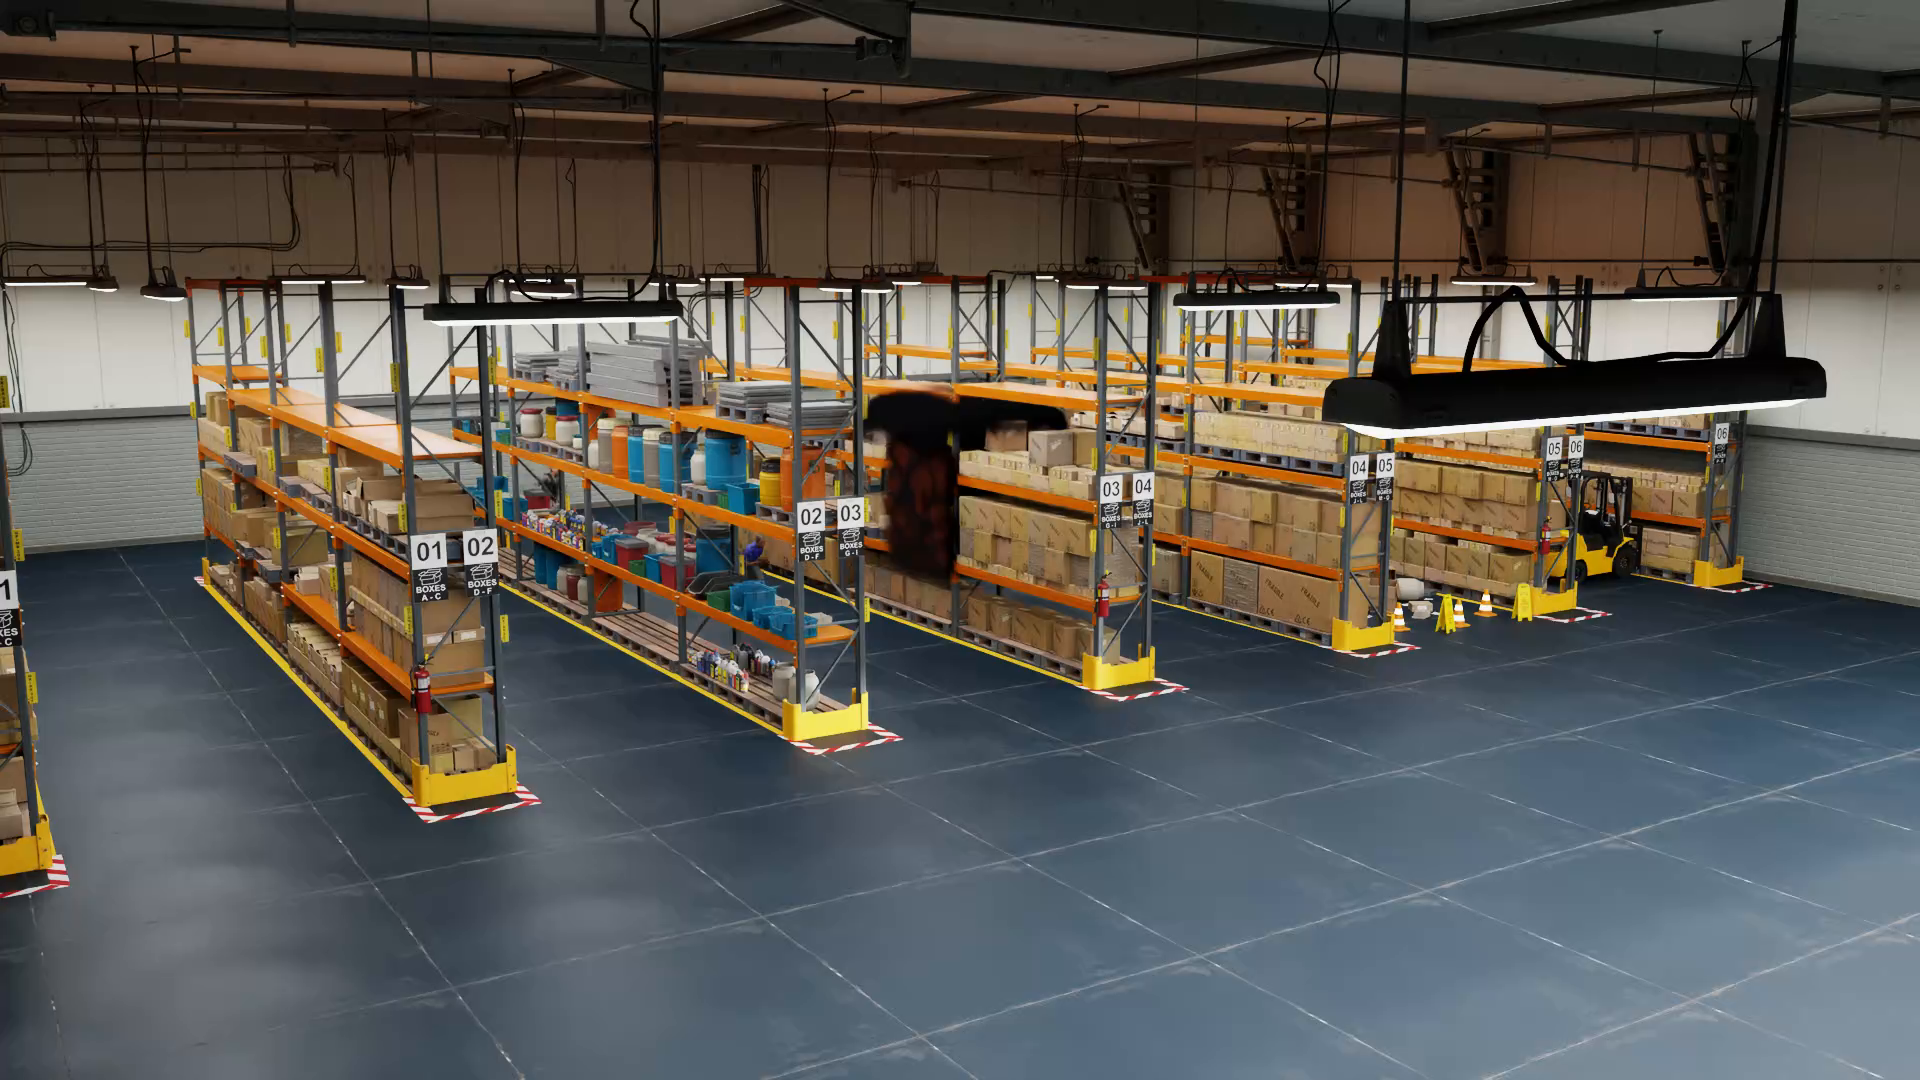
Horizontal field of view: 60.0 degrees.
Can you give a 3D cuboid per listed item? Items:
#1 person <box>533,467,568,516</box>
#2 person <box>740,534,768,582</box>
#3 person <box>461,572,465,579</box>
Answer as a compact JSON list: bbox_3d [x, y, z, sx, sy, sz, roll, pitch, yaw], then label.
[{"bbox_3d":[-9.535,-0.952,38.854,0.693,1.633,0.853,3,10,19],"label":"person"},{"bbox_3d":[-3.724,0.525,29.746,0.954,1.370,0.584,7,12,36],"label":"person"},{"bbox_3d":[-8.998,0.393,30.546,0.648,1.729,0.693,-4,10,-23],"label":"person"}]
